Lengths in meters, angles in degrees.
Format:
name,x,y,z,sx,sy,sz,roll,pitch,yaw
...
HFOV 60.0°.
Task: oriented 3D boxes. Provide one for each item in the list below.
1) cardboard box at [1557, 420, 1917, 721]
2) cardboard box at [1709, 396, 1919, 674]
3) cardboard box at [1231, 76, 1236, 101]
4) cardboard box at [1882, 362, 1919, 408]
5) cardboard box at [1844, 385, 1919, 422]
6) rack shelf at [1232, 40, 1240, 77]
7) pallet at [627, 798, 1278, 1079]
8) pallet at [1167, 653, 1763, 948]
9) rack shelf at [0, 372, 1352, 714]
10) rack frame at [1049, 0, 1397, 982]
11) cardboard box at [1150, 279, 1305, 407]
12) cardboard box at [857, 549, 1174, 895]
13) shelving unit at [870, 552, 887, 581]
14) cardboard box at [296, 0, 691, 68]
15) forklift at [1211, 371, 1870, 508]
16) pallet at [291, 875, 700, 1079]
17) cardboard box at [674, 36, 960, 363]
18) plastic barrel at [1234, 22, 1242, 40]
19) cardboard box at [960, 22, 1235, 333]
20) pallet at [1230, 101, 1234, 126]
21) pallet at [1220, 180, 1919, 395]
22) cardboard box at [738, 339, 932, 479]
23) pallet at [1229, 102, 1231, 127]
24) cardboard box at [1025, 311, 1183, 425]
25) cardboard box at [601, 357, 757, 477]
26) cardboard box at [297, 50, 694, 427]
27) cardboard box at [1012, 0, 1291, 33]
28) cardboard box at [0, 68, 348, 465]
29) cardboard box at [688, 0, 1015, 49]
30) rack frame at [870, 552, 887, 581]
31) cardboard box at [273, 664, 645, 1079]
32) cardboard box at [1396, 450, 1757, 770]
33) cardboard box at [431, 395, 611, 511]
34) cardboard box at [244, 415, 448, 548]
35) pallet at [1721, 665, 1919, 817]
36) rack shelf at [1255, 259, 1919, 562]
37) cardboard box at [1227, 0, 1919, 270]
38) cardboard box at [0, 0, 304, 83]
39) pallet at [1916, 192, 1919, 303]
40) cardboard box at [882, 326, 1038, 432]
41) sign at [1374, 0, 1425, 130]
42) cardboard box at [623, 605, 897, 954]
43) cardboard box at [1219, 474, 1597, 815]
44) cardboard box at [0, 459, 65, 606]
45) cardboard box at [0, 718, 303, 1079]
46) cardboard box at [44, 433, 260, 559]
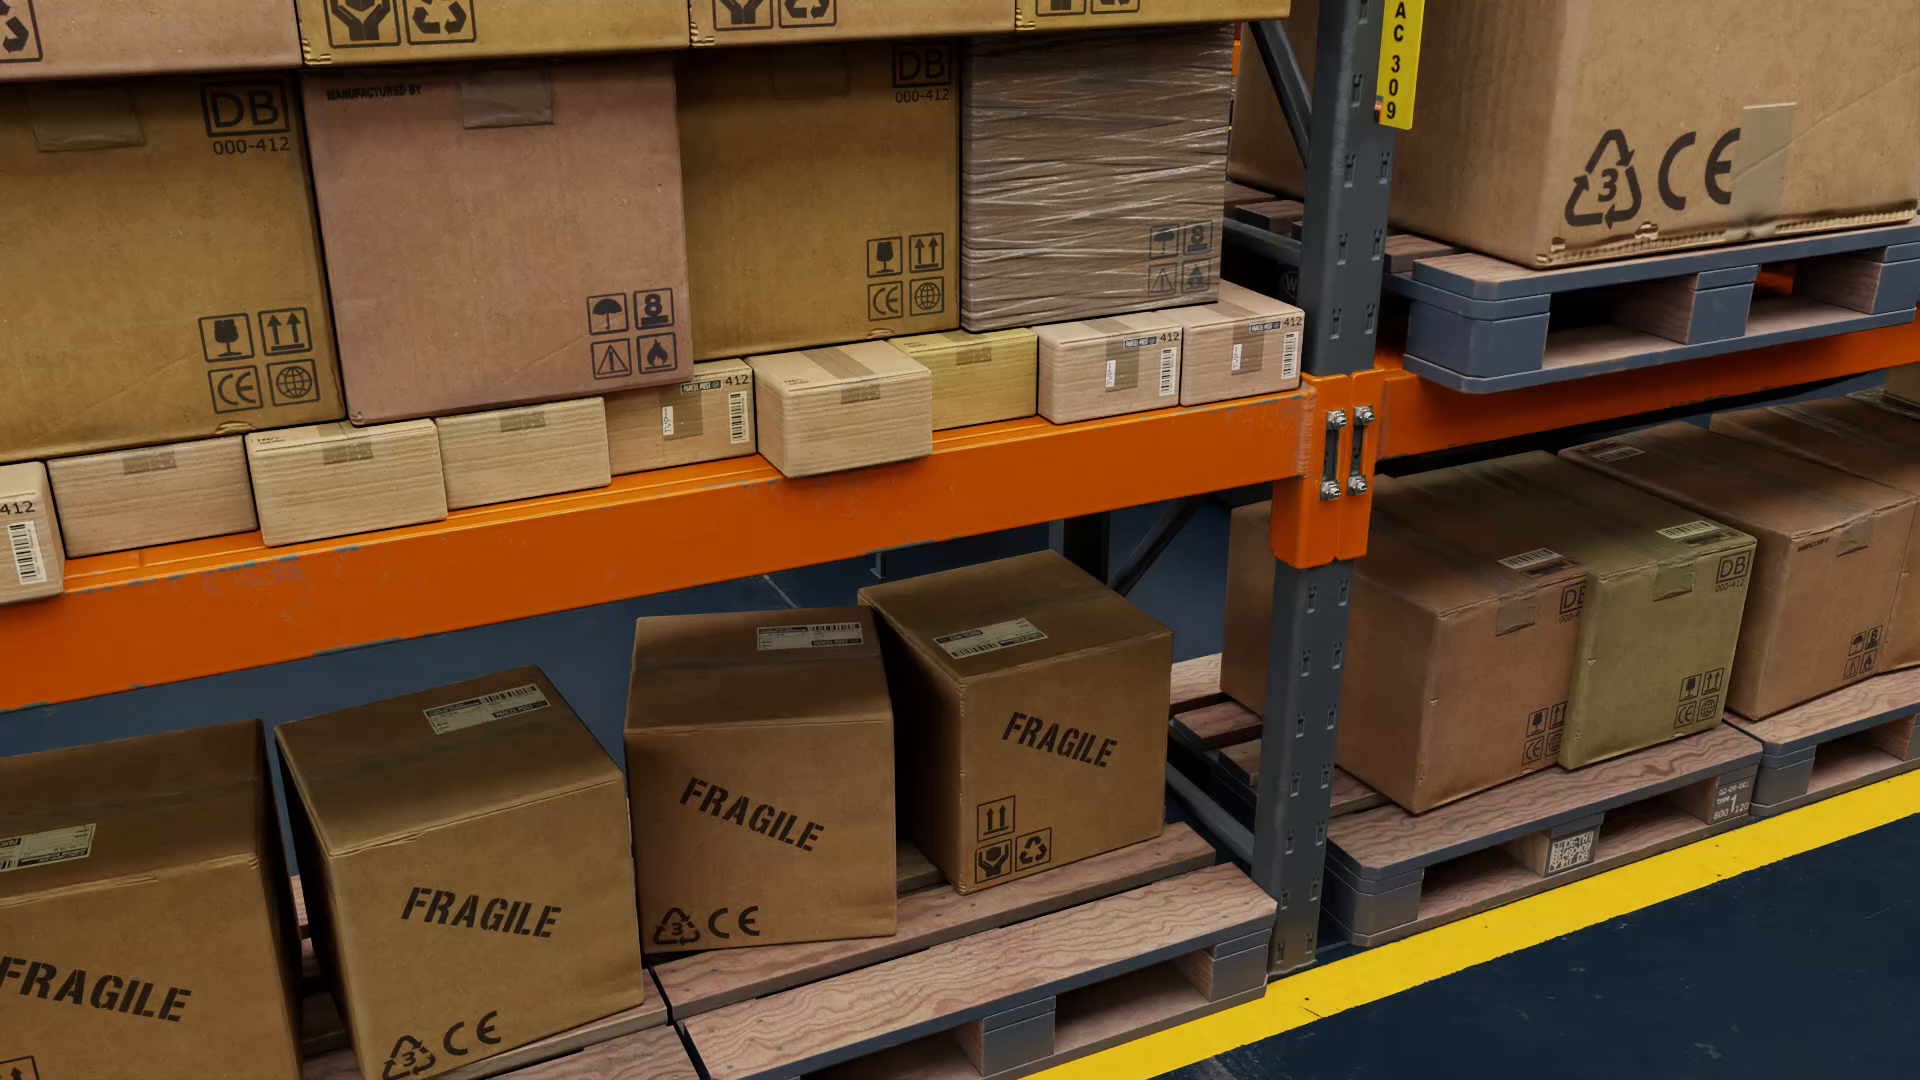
name,x,y,z,sx,sy,sz,roll,pitch,yaw
cardboard box,1.992,0.055,4.389,0.500,0.500,0.700,-13,26,-28
cardboard box,2.494,-0.038,4.613,0.500,0.500,0.700,-8,24,-19
cardboard box,2.181,-4.084,14.388,0.500,0.500,0.500,-10,25,-23
cardboard box,3.027,-0.482,4.706,0.500,0.250,0.500,-8,24,-18
cardboard box,3.002,-0.135,4.846,0.500,0.500,0.700,-13,26,-28
rack shelf,0.141,-2.343,8.430,4.000,0.370,1.077,-10,25,-24
pallet,-0.102,0.775,3.602,1.213,0.211,1.003,-10,25,-24
pallet,1.188,0.522,4.214,1.213,0.211,1.003,-10,25,-24
rack shelf,-1.315,0.027,2.703,4.000,0.370,1.077,-10,25,-24
rack frame,0.487,-0.637,3.367,0.127,3.000,1.000,-10,25,-24
cardboard box,0.421,-0.384,3.084,0.250,0.149,0.380,-10,25,-24
cardboard box,0.110,0.376,3.638,0.500,0.500,0.500,-11,25,-25
shelving unit,-0.006,-0.692,5.460,0.755,1.500,0.431,-10,25,-24
cardboard box,-0.700,-0.947,2.290,0.500,0.500,0.500,-10,25,-24
forklift,2.253,-1.712,6.053,3.031,2.935,1.130,-11,25,-24
pallet,-1.203,0.979,3.110,1.213,0.211,1.003,-10,25,-24
cardboard box,-0.411,-0.697,2.991,0.500,0.500,0.875,-10,25,-24
plastic barrel,1.657,-2.889,8.630,0.708,0.536,0.600,-10,25,-24
cardboard box,0.055,-0.767,3.162,0.500,0.500,0.875,-10,25,-24
pallet,2.686,-3.942,14.998,1.213,0.211,1.003,-10,25,-24
pallet,1.239,-0.625,3.589,1.213,0.211,1.003,-10,25,-24
cardboard box,-0.237,-0.245,2.749,0.250,0.149,0.380,-10,25,-24
pallet,1.585,-3.738,14.506,1.213,0.211,1.003,-10,25,-24
cardboard box,0.192,-0.346,2.992,0.250,0.149,0.380,-10,25,-24
cardboard box,-0.519,-0.249,2.759,0.250,0.149,0.380,-10,25,-24
cardboard box,-0.818,-0.579,2.707,0.500,0.500,0.875,-10,25,-24
cardboard box,0.201,-1.113,2.691,0.500,0.500,0.500,-10,25,-24
cardboard box,-1.286,-0.510,2.541,0.500,0.500,0.875,-10,25,-24
cardboard box,-0.249,-1.030,2.489,0.500,0.500,0.500,-10,25,-24
rack frame,-0.336,-0.631,5.314,0.023,1.500,0.400,-10,25,-24
cardboard box,-0.929,0.604,3.088,0.500,0.500,0.500,-13,26,-28
cardboard box,1.488,0.147,4.165,0.500,0.500,0.700,-11,25,-24
cardboard box,-0.727,-0.194,2.625,0.250,0.149,0.380,-10,25,-24
cardboard box,-0.937,-0.140,2.496,0.250,0.149,0.380,-10,25,-24
pallet,2.289,0.318,4.706,1.213,0.211,1.003,-10,25,-24
rack shelf,2.289,-0.637,4.306,4.000,0.370,1.077,-10,25,-24
cardboard box,1.264,-1.192,3.374,1.000,1.000,1.000,-10,25,-23
cardboard box,-1.152,-0.866,2.092,0.500,0.500,0.500,-10,25,-24
pallet,2.326,-0.870,4.180,1.213,0.211,1.003,-10,25,-24
cardboard box,-0.060,-0.325,2.942,0.250,0.149,0.380,-10,25,-24
sign,0.730,-0.851,2.753,0.005,0.325,0.100,-10,25,-24
cardboard box,-0.403,0.474,3.402,0.500,0.500,0.500,-3,23,-7
cardboard box,1.050,0.220,3.989,0.500,0.500,0.700,-13,26,-28
cardboard box,-1.363,-0.038,2.249,0.250,0.149,0.380,-10,25,-24
cardboard box,-1.451,0.681,2.902,0.500,0.500,0.500,-8,24,-19
cardboard box,-1.195,-0.125,2.459,0.250,0.149,0.380,-10,25,-24
